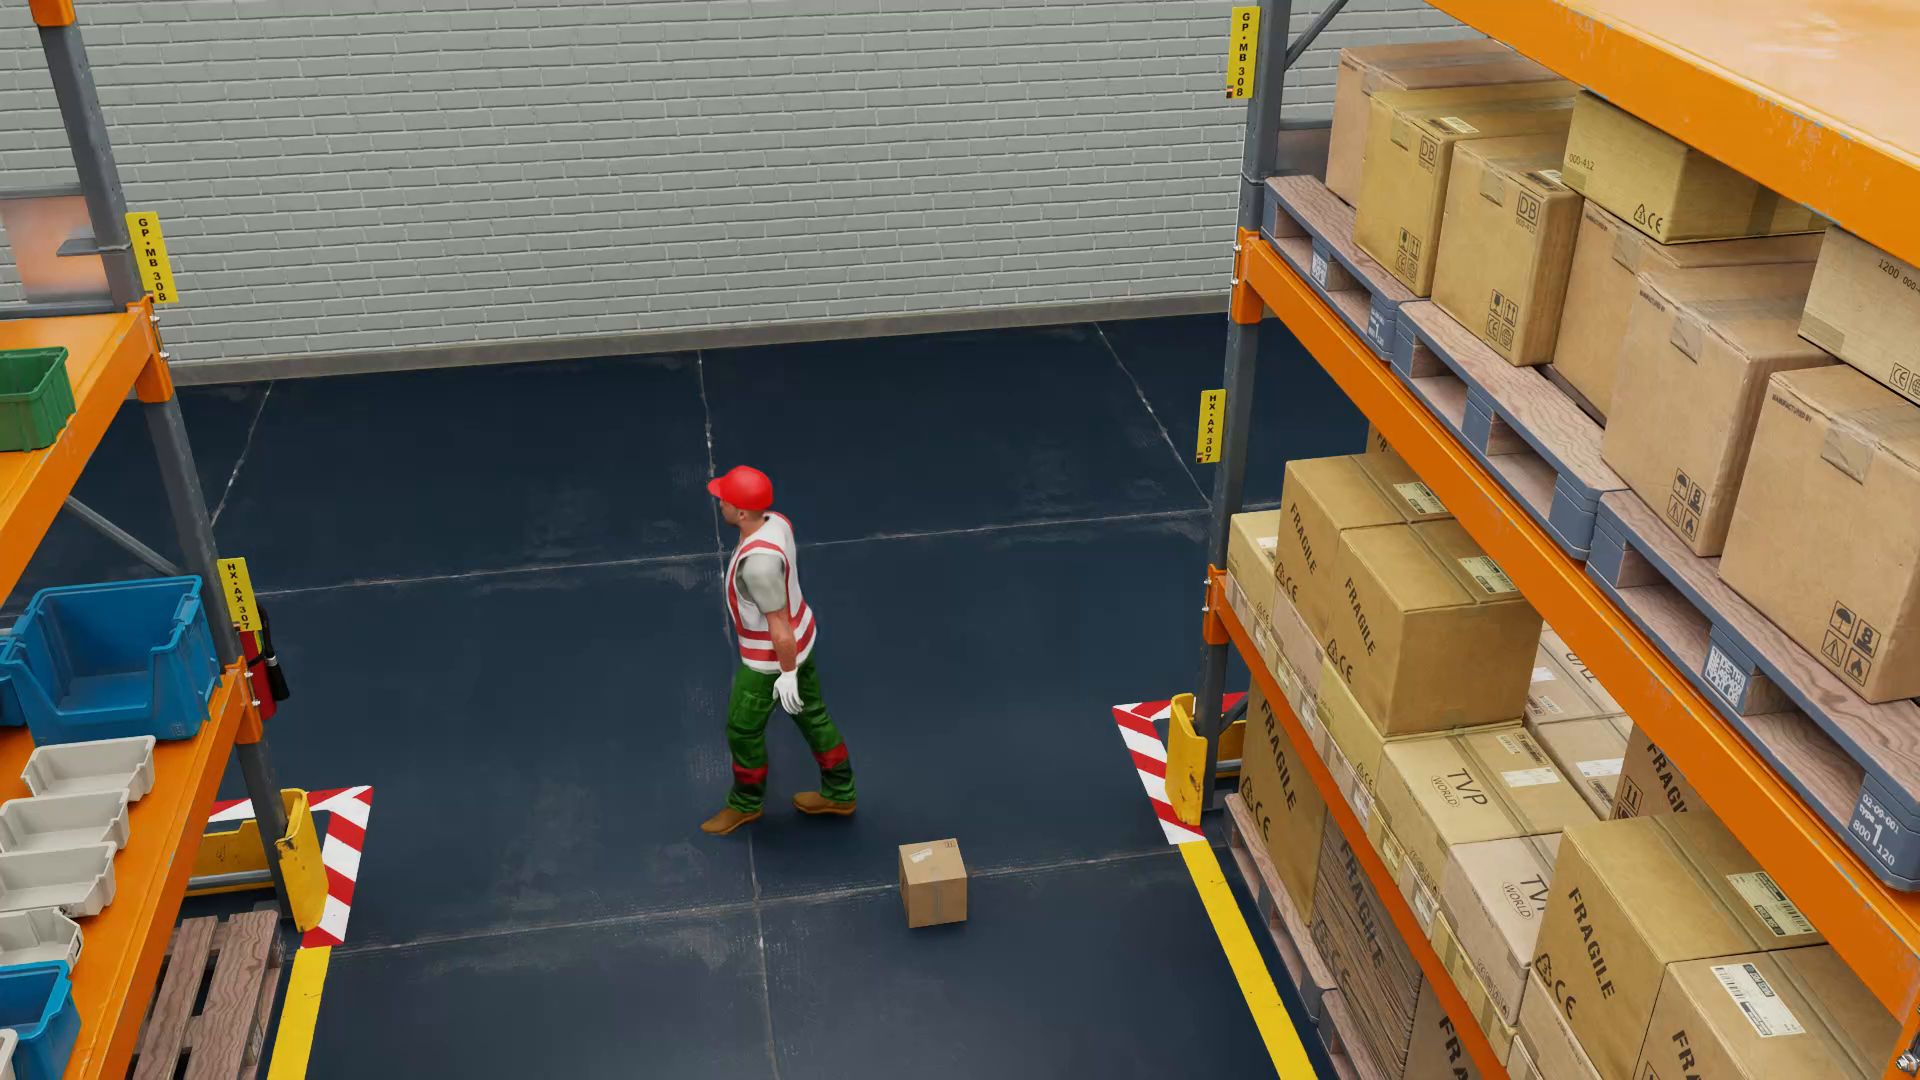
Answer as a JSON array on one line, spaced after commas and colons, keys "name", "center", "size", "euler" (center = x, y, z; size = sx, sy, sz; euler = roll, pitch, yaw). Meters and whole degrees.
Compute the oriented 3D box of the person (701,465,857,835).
[{"name": "person", "center": [-0.819, 0.499, 7.286], "size": [0.695, 1.808, 0.578], "euler": [5, 31, 8]}]
